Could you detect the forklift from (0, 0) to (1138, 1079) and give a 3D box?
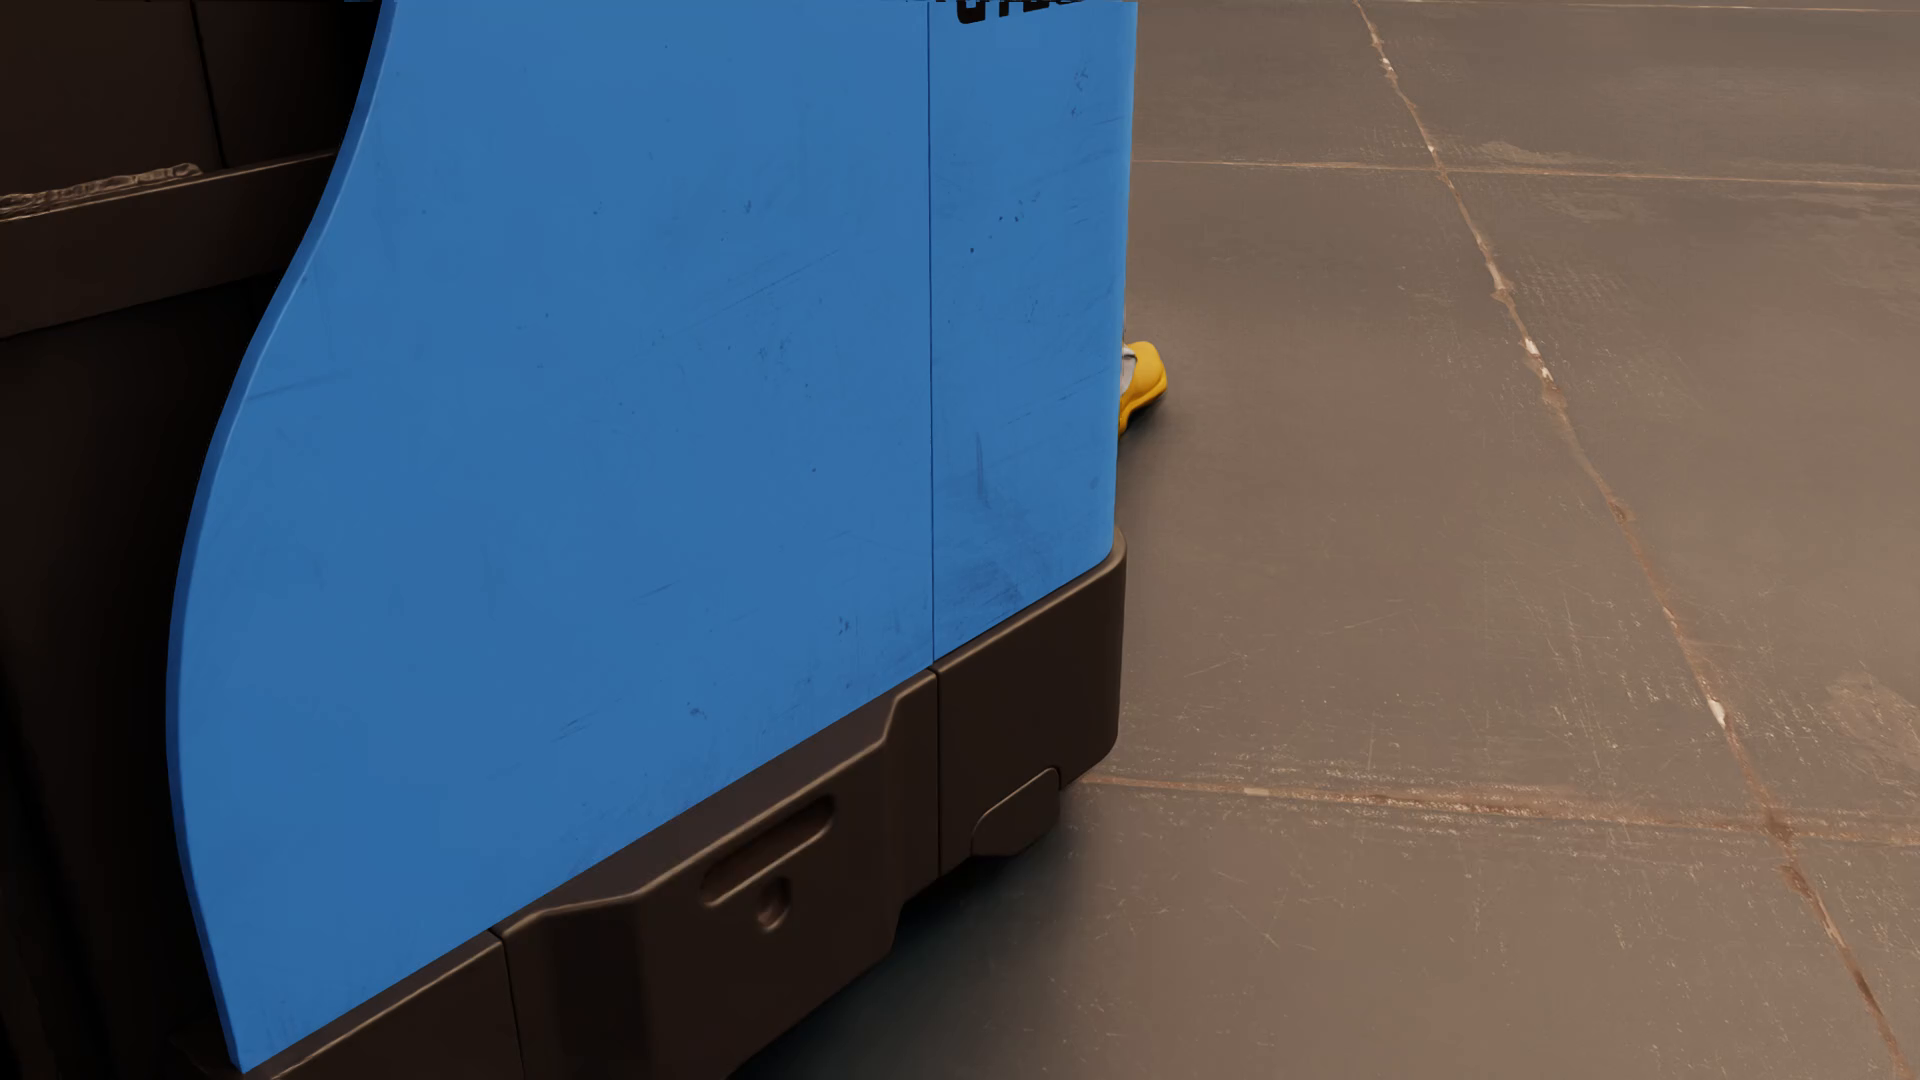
[{"bbox_3d":[-1.155,-0.673,0.567,1.130,2.935,3.031,21,33,35],"label":"forklift"}]

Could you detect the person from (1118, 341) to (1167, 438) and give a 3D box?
[{"bbox_3d":[-0.112,-0.966,2.674,0.867,1.590,0.782,15,30,28],"label":"person"}]
